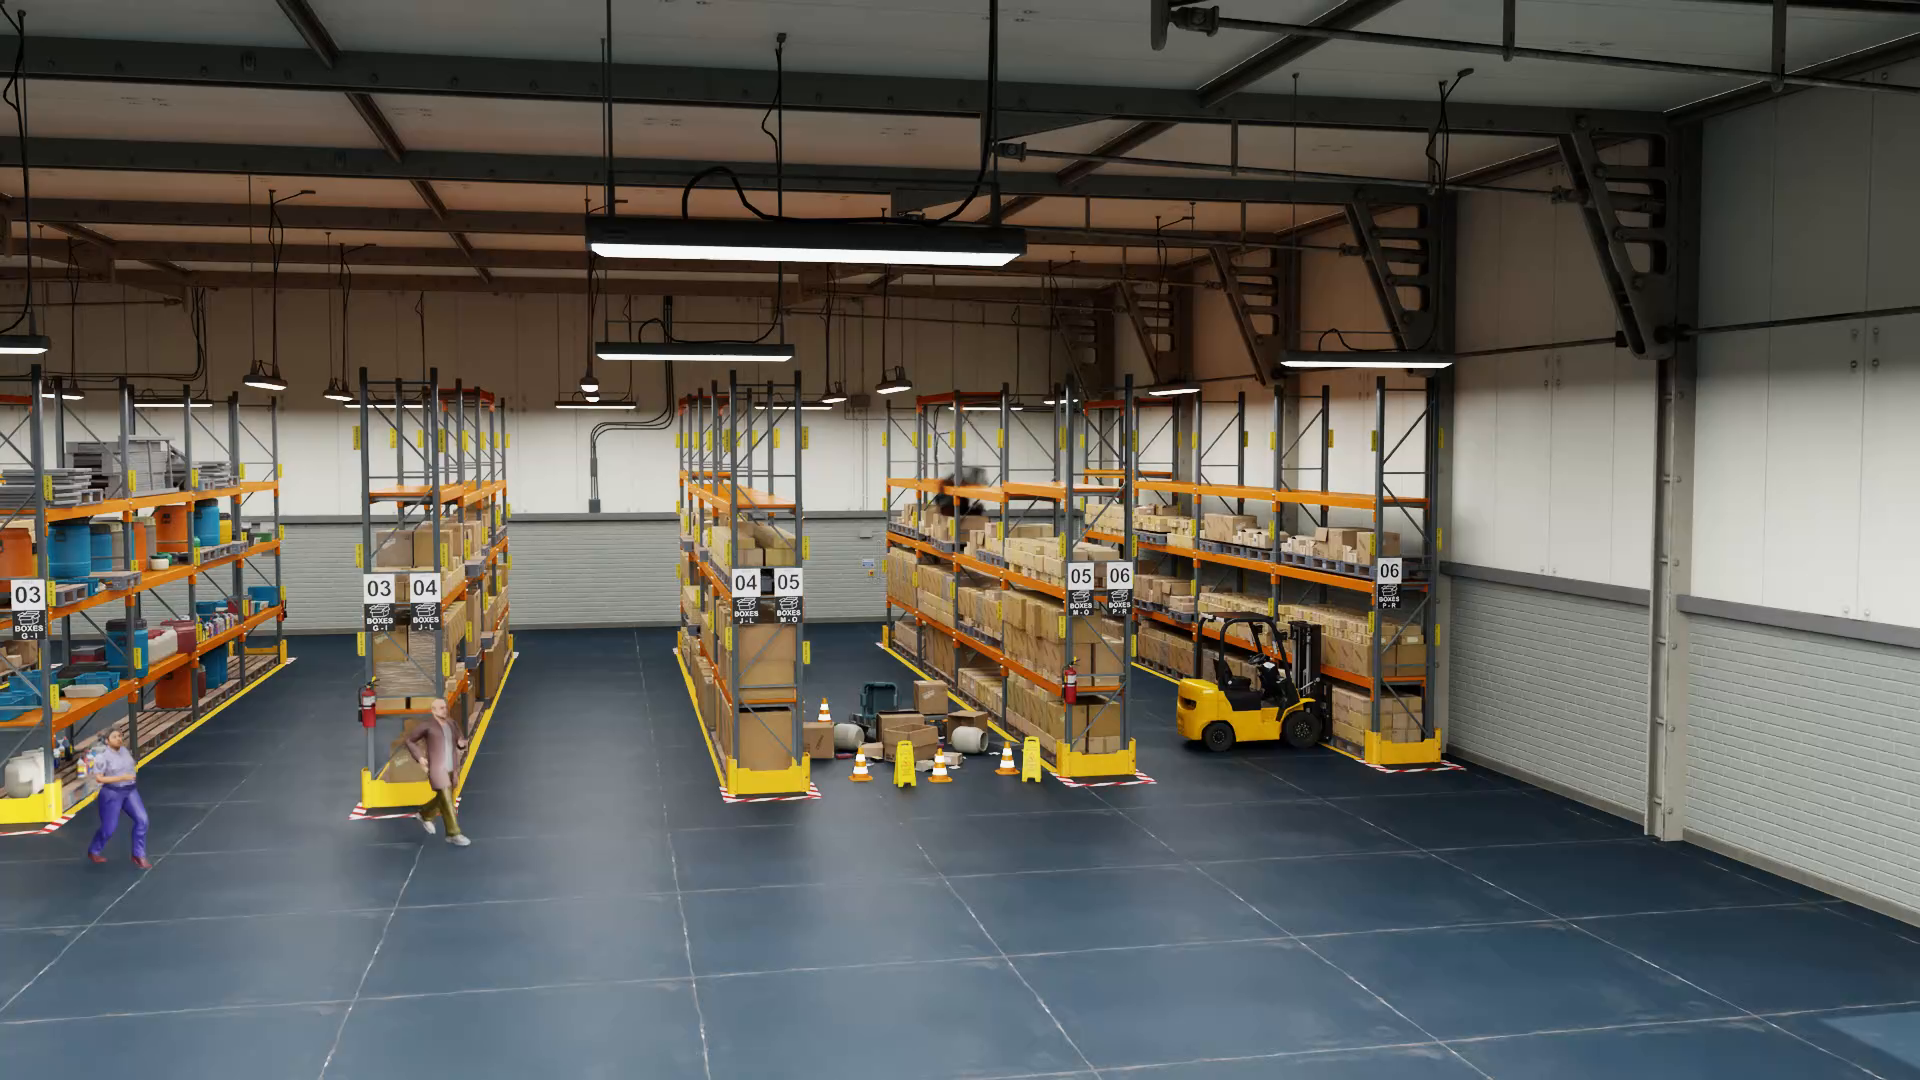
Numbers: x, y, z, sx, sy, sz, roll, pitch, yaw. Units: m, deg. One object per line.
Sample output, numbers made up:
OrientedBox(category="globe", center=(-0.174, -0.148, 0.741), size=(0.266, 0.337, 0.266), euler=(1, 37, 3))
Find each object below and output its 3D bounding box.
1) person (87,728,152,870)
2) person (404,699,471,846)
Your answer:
OrientedBox(category="person", center=(-9.881, 3.039, 19.521), size=(0.816, 1.685, 0.607), euler=(2, 4, 26))
OrientedBox(category="person", center=(-6.449, 2.854, 20.669), size=(1.066, 1.760, 0.704), euler=(2, 4, 30))
